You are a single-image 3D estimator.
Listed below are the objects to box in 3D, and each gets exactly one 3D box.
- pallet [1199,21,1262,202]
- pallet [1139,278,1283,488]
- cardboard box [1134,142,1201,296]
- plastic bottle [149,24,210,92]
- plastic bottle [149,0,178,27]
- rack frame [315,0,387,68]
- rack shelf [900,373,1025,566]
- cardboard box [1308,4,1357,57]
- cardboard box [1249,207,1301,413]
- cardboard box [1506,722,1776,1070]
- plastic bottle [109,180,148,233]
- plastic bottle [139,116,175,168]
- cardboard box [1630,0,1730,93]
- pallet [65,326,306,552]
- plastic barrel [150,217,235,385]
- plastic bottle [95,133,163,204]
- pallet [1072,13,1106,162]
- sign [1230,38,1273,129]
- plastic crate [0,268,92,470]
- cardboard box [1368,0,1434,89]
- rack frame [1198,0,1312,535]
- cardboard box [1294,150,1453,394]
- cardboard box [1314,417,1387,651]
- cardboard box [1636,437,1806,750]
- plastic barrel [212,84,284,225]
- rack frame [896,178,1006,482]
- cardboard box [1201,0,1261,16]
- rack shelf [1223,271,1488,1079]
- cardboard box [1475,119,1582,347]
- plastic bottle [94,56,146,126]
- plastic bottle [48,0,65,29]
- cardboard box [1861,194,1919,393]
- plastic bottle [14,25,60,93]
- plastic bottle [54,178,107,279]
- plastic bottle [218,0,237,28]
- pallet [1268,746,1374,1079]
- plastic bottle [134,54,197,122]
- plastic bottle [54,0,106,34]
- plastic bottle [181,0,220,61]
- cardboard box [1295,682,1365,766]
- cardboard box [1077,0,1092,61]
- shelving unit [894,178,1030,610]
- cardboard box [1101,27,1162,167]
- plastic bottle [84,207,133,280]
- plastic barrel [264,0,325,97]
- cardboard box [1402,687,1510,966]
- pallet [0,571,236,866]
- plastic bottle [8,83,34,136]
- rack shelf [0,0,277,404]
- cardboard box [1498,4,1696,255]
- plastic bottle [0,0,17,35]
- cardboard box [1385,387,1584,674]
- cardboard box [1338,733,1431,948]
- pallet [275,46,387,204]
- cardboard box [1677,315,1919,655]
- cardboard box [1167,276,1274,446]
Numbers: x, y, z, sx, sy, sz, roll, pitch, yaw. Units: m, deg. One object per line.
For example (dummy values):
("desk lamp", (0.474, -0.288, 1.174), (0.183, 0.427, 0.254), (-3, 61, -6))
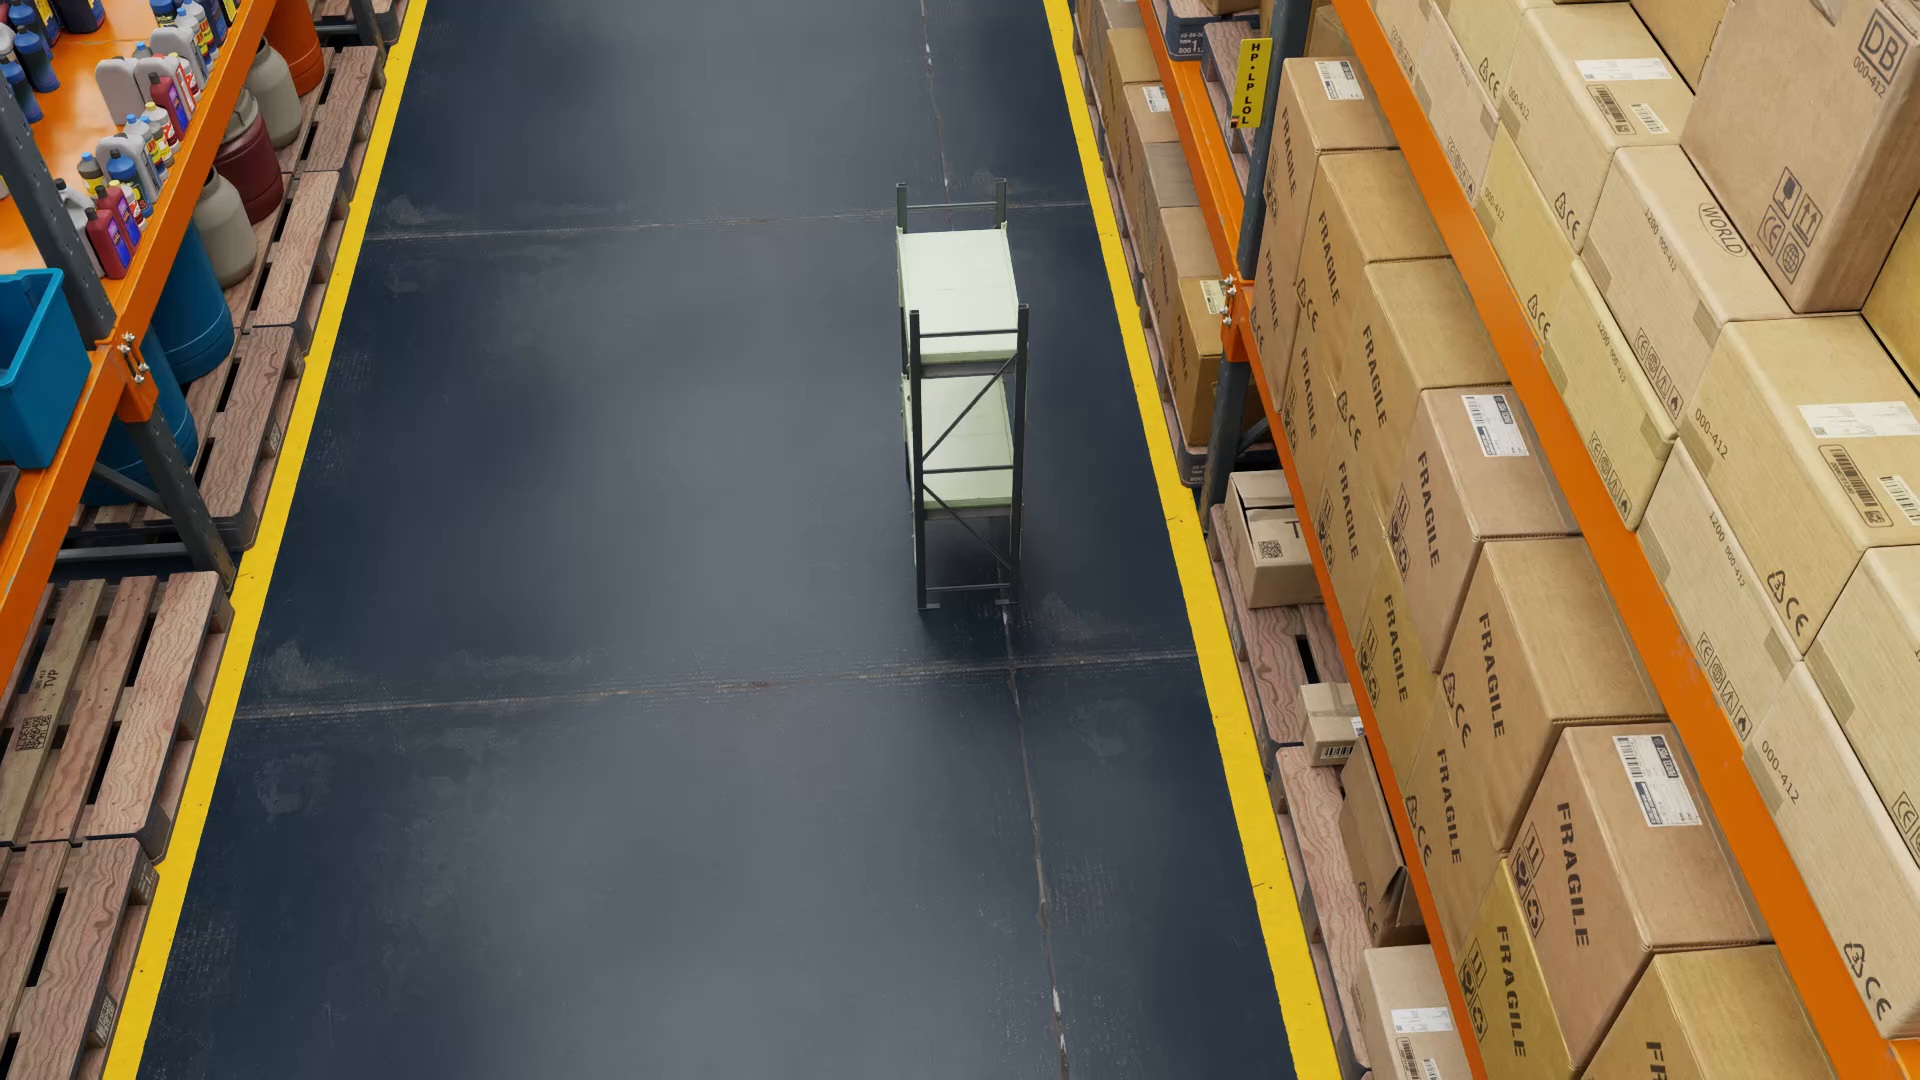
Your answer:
("pallet", (1.545, -1.646, 6.512), (1.003, 0.211, 1.213), (-3, 47, -3))
("pallet", (1.397, -0.754, 7.456), (1.003, 0.211, 1.213), (-3, 47, -3))
("cardboard box", (1.102, -1.480, 7.640), (0.500, 0.500, 0.500), (-3, 47, -3))
("plastic bottle", (-3.189, -1.982, 6.783), (0.152, 0.276, 0.135), (-3, 47, -3))
("plastic bottle", (-3.332, -2.198, 6.991), (0.097, 0.271, 0.097), (0, 47, 0))
("rack frame", (-3.768, -3.723, 8.346), (1.000, 3.000, 0.127), (-3, 47, -3))
("rack shelf", (-0.001, -0.296, 6.583), (0.431, 0.370, 0.720), (-3, 47, -3))
("cardboard box", (1.686, -1.662, 6.037), (0.700, 0.500, 0.500), (-18, 49, -16))
("cardboard box", (1.274, -0.776, 5.487), (0.500, 0.500, 0.500), (-2, 47, -2))
("cardboard box", (1.484, 0.718, 3.383), (0.500, 0.500, 0.500), (-2, 47, -2))
("plastic bottle", (-3.078, -1.231, 6.123), (0.097, 0.201, 0.097), (0, 47, 0))
("plastic bottle", (-3.114, -1.539, 6.415), (0.097, 0.201, 0.097), (0, 47, 0))
("cardboard box", (1.724, -1.103, 3.042), (0.700, 0.500, 0.500), (-3, 47, -3))
("pallet", (-3.456, -0.431, 7.149), (1.003, 0.211, 1.213), (-3, 47, -3))
("plastic barrel", (-3.521, -1.159, 7.074), (0.600, 0.901, 0.708), (-3, 47, -3))
("plastic bottle", (-3.123, -1.409, 6.240), (0.152, 0.276, 0.135), (-3, 47, -3))
("pallet", (1.193, -2.520, 9.128), (1.003, 0.211, 1.213), (-3, 47, -3))
("sign", (0.950, -1.489, 5.433), (0.100, 0.325, 0.005), (-3, 47, -3))
("plastic crate", (-3.054, -0.527, 5.289), (0.392, 0.384, 0.575), (-3, 47, -3))
("cardboard box", (1.335, -1.378, 4.163), (0.500, 0.250, 0.500), (-3, 47, -3))
("rack frame", (1.503, -1.127, 5.888), (1.000, 3.000, 0.127), (-3, 47, -3))
("cardboard box", (1.306, -0.774, 4.796), (0.500, 0.500, 0.500), (-5, 47, -5))
("cardboard box", (1.360, -0.044, 4.793), (0.500, 0.500, 0.500), (-4, 47, -4))
("cardboard box", (1.501, 0.069, 2.793), (0.500, 0.250, 0.500), (-3, 47, -3))
("plastic barrel", (-3.616, -1.868, 7.961), (0.600, 0.588, 0.708), (-3, 47, -3))
("rack frame", (-0.031, -0.785, 6.597), (0.400, 1.500, 0.023), (-3, 47, -3))
("cardboard box", (1.294, -2.580, 6.906), (0.700, 0.500, 0.500), (-14, 48, -13))
("rack shelf", (1.670, 0.567, 4.779), (1.077, 0.370, 4.000), (-3, 47, -3))
("cardboard box", (1.421, -0.655, 3.478), (0.500, 0.250, 0.500), (-3, 47, -3))
("plastic bottle", (-3.321, -1.805, 6.615), (0.152, 0.276, 0.135), (-3, 47, -3))
("plastic bottle", (-3.938, -2.344, 7.126), (0.152, 0.276, 0.135), (-3, 47, -3))
("cardboard box", (1.821, -0.380, 2.357), (0.700, 0.500, 0.500), (-3, 47, -3))
("plastic bottle", (-3.769, -1.965, 6.771), (0.097, 0.271, 0.097), (0, 47, 0))
("plastic bottle", (-3.143, -1.115, 5.911), (0.144, 0.351, 0.185), (-3, 47, -3))
("plastic bottle", (-3.187, -2.359, 7.135), (0.061, 0.283, 0.133), (-3, 47, -3))
("pallet", (1.665, 1.213, 5.592), (1.003, 0.211, 1.213), (-3, 47, -3))
("plastic bottle", (-3.170, -1.814, 6.624), (0.152, 0.276, 0.135), (-3, 47, -3))
("plastic bottle", (-3.788, -2.361, 7.090), (0.144, 0.351, 0.185), (-3, 47, -3))
("plastic bottle", (-3.180, -2.136, 6.932), (0.097, 0.271, 0.097), (0, 47, 0))
("cardboard box", (1.405, 0.638, 5.865), (0.380, 0.166, 0.250), (-3, 47, -3))
("cardboard box", (0.922, -2.966, 9.048), (0.500, 0.500, 0.500), (-2, 47, -2))
("shelving unit", (-0.001, -0.521, 6.347), (0.431, 1.500, 0.755), (-3, 47, -3))
("cardboard box", (1.008, -2.225, 8.346), (0.500, 0.500, 0.500), (-4, 47, -4))
("plastic bottle", (-3.039, -1.080, 5.924), (0.061, 0.283, 0.133), (-3, 47, -3))
("plastic barrel", (-3.710, -2.768, 8.648), (0.600, 0.830, 0.708), (-3, 47, -3))
("cardboard box", (1.446, 0.689, 4.100), (0.500, 0.500, 0.500), (-3, 47, -3))
("pallet", (-3.333, 0.660, 6.116), (1.003, 0.211, 1.213), (-3, 47, -3))
("plastic bottle", (-3.738, -1.700, 6.519), (0.097, 0.271, 0.097), (0, 47, 0))
("rack shelf", (-3.601, -2.028, 7.237), (1.077, 0.370, 4.000), (-3, 47, -3))
("cardboard box", (1.412, -0.826, 3.296), (0.500, 0.250, 0.500), (-3, 47, -3))
("plastic bottle", (-3.957, -2.113, 6.902), (0.061, 0.283, 0.133), (-3, 47, -3))
("cardboard box", (1.392, -0.029, 4.090), (0.500, 0.500, 0.500), (-2, 47, -2))
("cardboard box", (1.665, 0.939, 5.348), (0.797, 0.503, 0.637), (-3, 47, -3))
("pallet", (-3.661, -2.196, 8.821), (1.003, 0.211, 1.213), (-3, 47, -3))
("cardboard box", (1.499, -0.103, 2.611), (0.500, 0.250, 0.500), (-3, 47, -3))
("cardboard box", (1.176, -0.759, 6.958), (0.500, 0.500, 0.500), (-4, 47, -4))
